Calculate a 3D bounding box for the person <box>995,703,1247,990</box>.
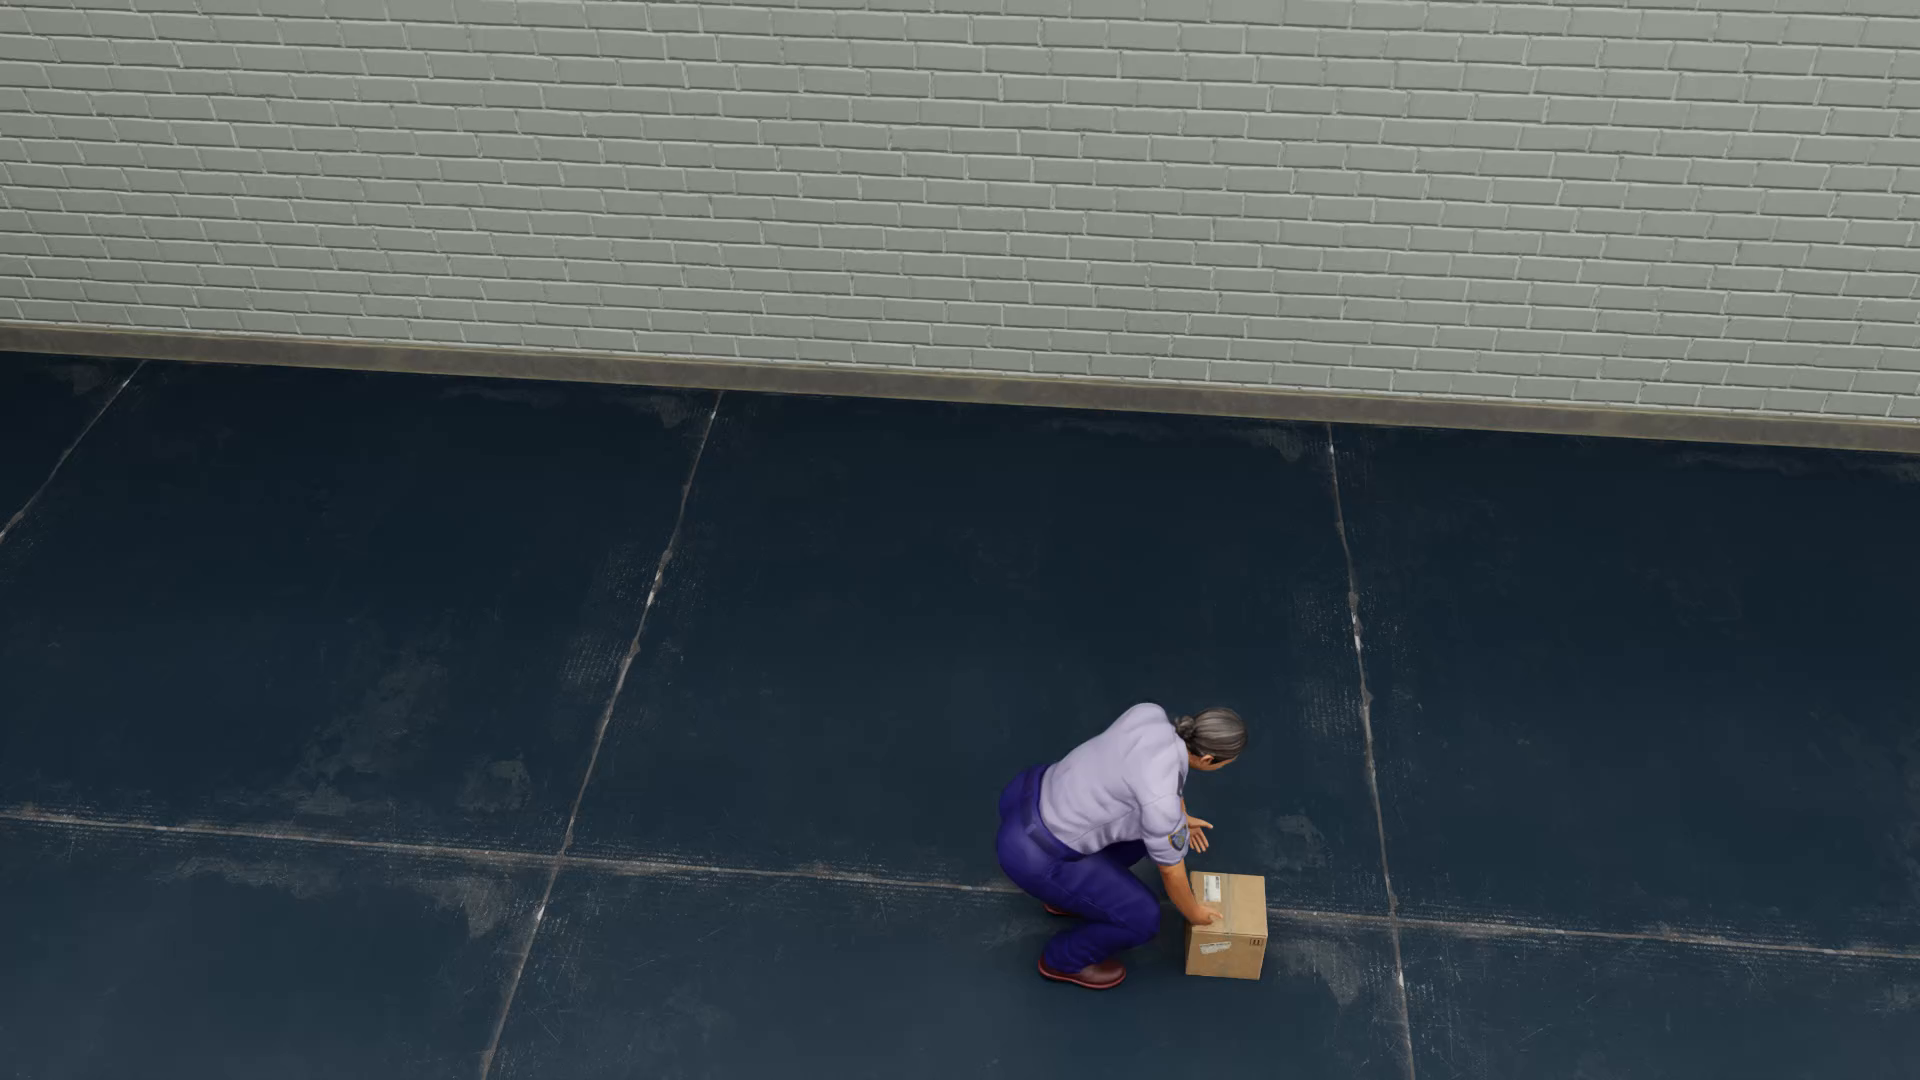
[{"bbox_3d":[0.506,0.956,5.459,0.771,1.114,0.540,3,40,4],"label":"person"}]
